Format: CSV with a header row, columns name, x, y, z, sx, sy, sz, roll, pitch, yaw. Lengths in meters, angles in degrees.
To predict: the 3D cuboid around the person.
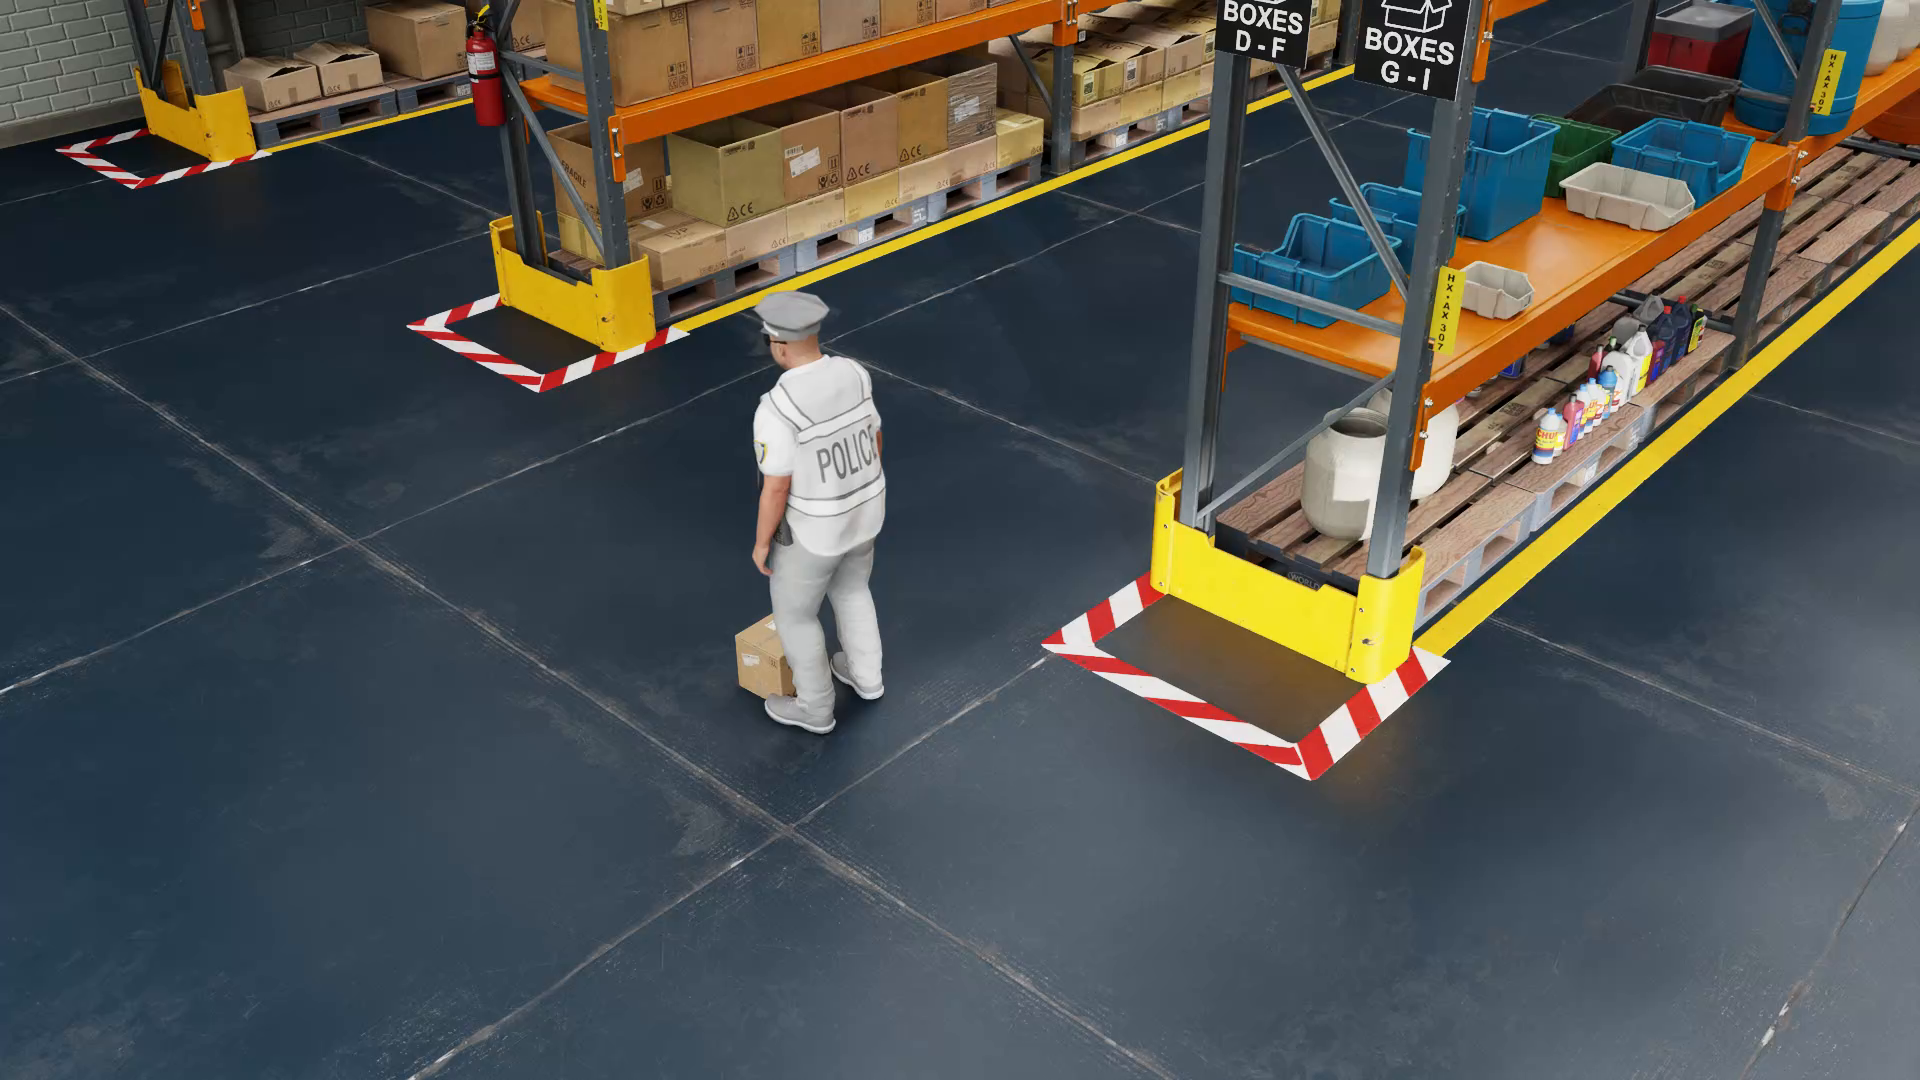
name,x,y,z,sx,sy,sz,roll,pitch,yaw
person,-0.519,-0.072,6.245,0.437,1.748,0.587,25,39,35
